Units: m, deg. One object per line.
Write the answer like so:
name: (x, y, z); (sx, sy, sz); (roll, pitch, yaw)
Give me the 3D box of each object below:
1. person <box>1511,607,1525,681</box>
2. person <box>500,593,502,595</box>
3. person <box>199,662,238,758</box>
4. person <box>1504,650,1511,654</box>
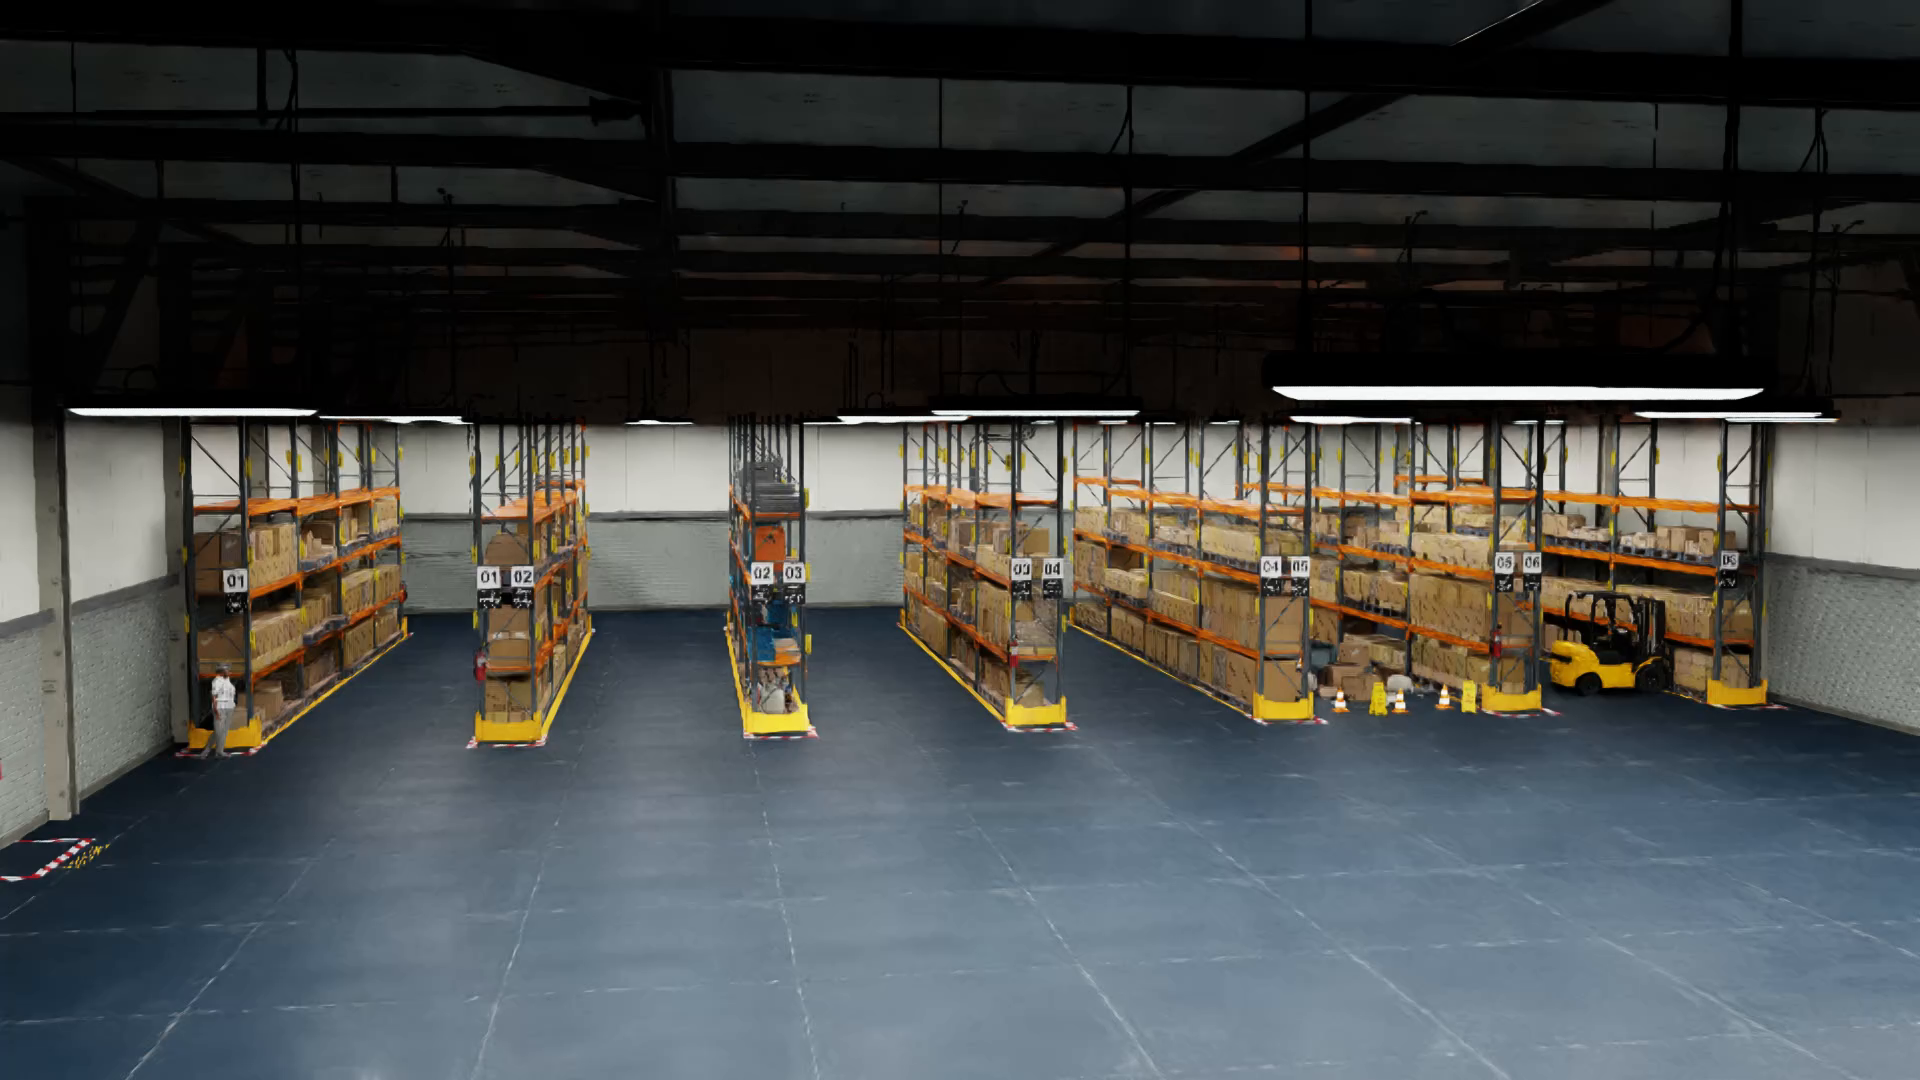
person: (12.468, 2.333, 37.380); (0.477, 1.675, 0.487); (1, 4, 21)
person: (-12.006, 2.001, 43.532); (0.566, 1.541, 0.519); (-1, 4, -12)
person: (-12.792, 2.936, 28.661); (0.462, 1.655, 0.631); (1, 4, 16)
person: (13.429, 2.073, 41.320); (0.574, 1.647, 0.573); (1, 4, 15)
